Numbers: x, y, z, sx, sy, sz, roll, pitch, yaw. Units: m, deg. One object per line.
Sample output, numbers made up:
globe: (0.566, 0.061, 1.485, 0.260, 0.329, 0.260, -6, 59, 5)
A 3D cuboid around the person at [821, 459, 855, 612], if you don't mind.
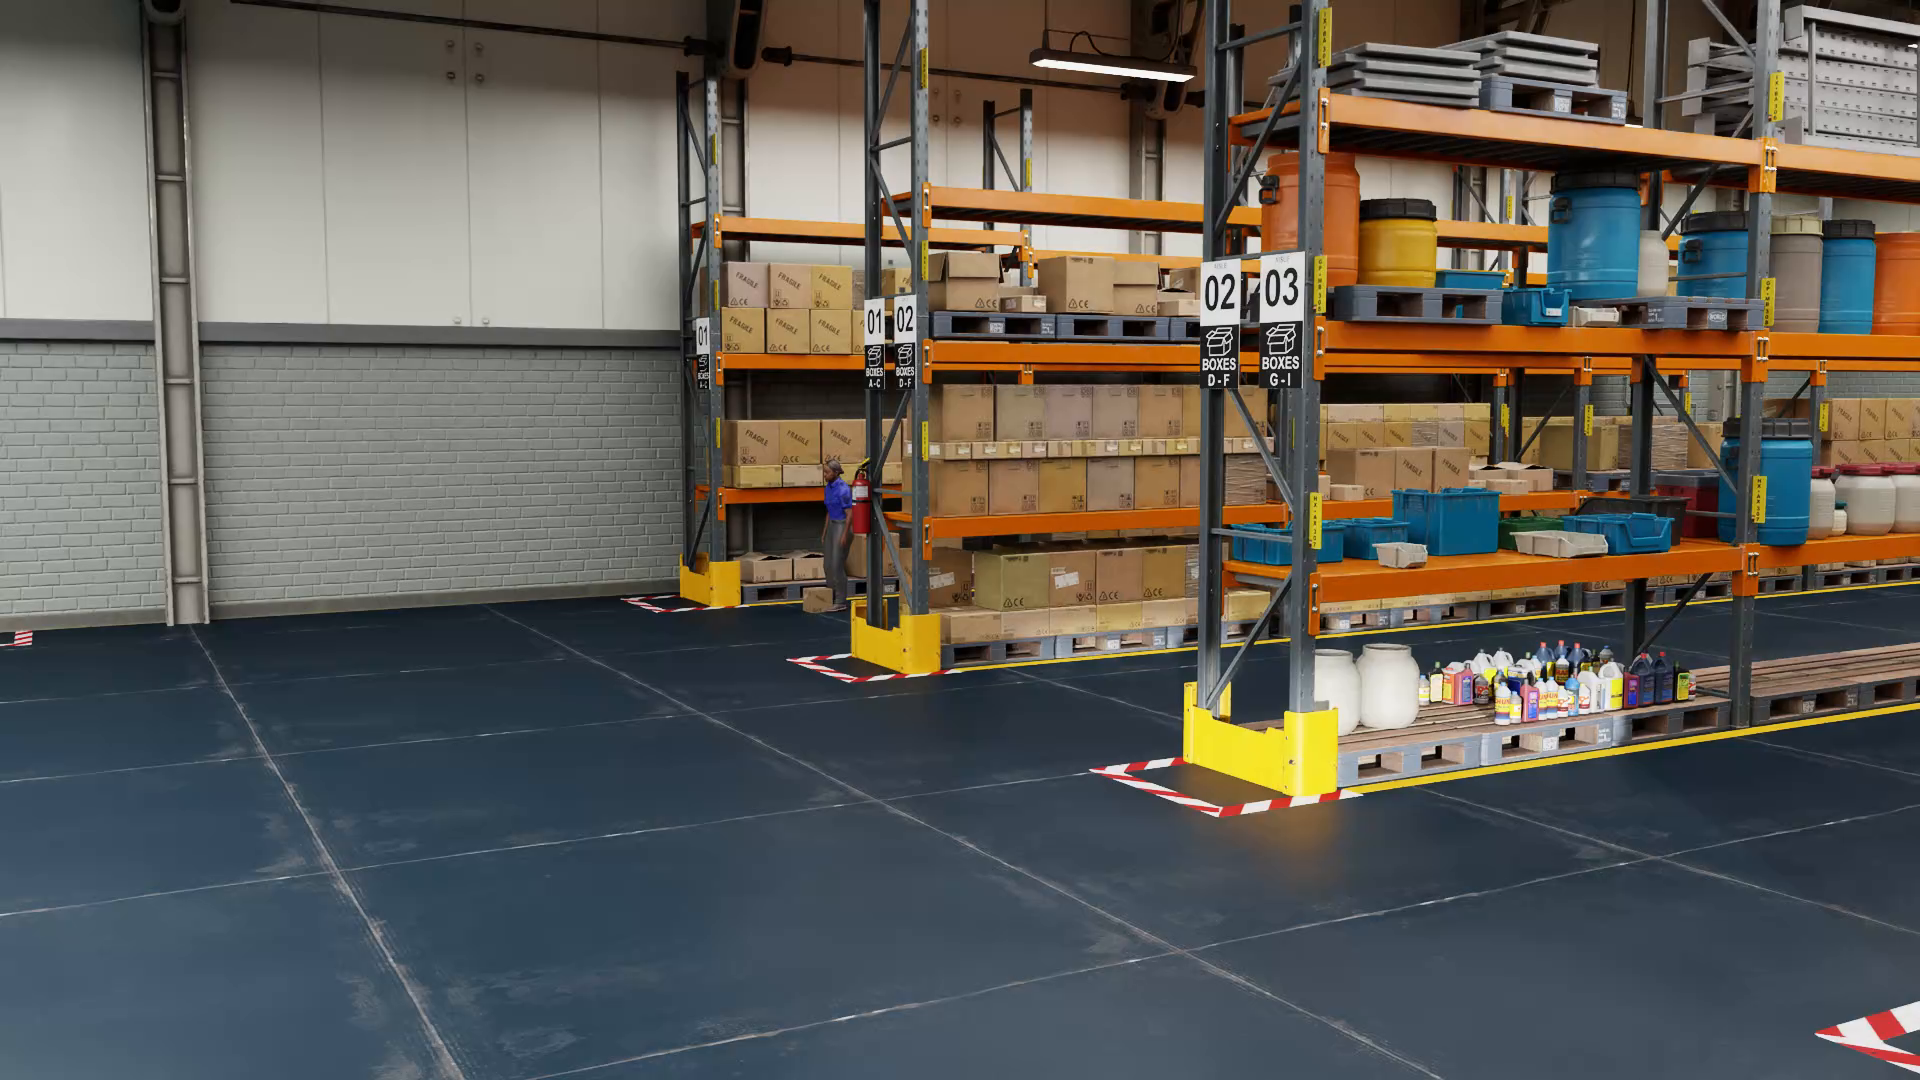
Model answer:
person: (-1.371, -0.056, 18.154, 0.395, 1.656, 0.529, -3, 6, -31)
